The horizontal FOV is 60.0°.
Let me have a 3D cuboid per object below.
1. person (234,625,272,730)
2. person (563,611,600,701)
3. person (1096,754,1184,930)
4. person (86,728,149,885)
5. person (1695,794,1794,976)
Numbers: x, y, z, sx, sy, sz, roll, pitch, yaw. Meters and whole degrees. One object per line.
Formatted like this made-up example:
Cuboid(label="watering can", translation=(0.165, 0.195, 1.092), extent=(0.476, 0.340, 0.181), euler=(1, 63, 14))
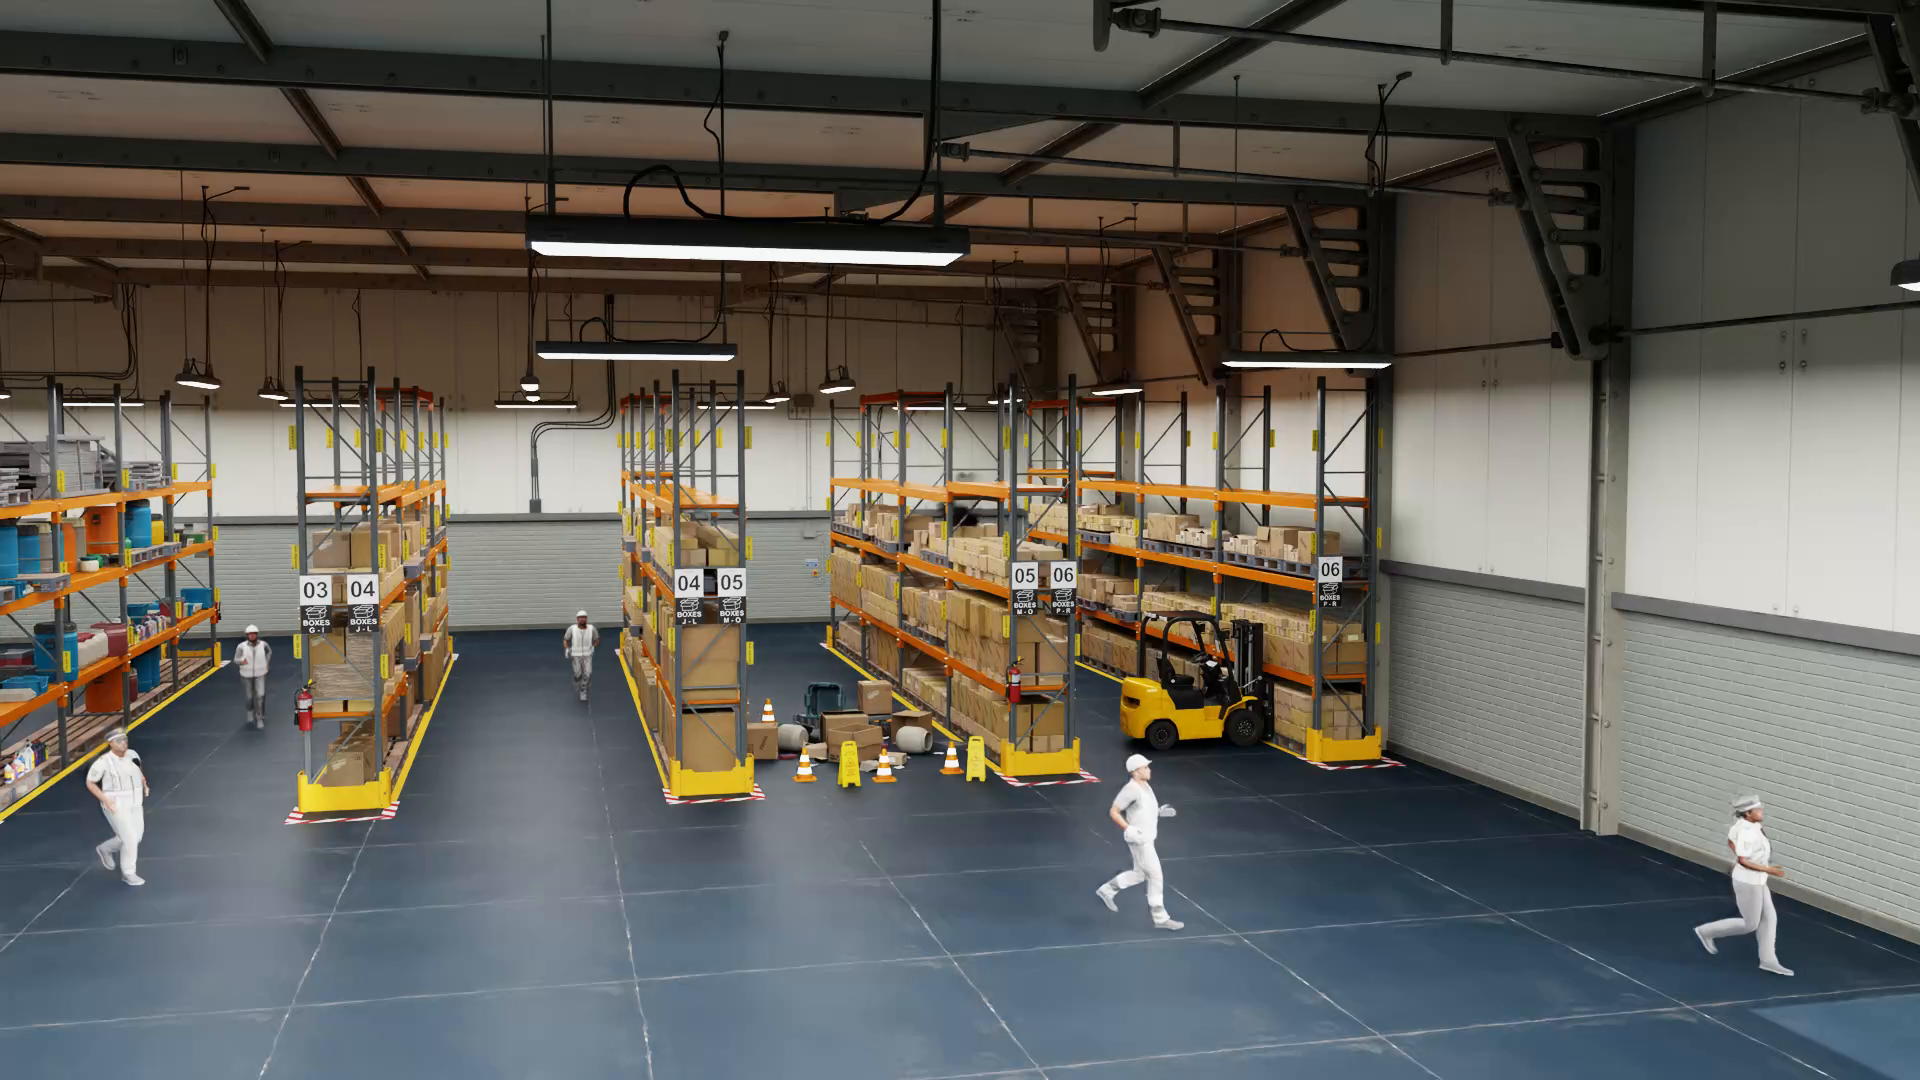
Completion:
Cuboid(label="person", translation=(-12.360, 2.368, 29.083), extent=(0.623, 1.790, 0.924), euler=(-2, 4, -24))
Cuboid(label="person", translation=(-7.274, 2.226, 32.036), extent=(0.686, 1.733, 0.599), euler=(-1, 4, -19))
Cuboid(label="person", translation=(1.842, 3.083, 17.086), extent=(0.967, 1.768, 0.667), euler=(1, 4, 21))
Cuboid(label="person", translation=(-9.531, 3.006, 18.898), extent=(0.686, 1.779, 0.656), euler=(1, 4, 23))
Cuboid(label="person", translation=(7.416, 3.227, 15.688), extent=(0.851, 1.692, 0.556), euler=(2, 4, 30))
